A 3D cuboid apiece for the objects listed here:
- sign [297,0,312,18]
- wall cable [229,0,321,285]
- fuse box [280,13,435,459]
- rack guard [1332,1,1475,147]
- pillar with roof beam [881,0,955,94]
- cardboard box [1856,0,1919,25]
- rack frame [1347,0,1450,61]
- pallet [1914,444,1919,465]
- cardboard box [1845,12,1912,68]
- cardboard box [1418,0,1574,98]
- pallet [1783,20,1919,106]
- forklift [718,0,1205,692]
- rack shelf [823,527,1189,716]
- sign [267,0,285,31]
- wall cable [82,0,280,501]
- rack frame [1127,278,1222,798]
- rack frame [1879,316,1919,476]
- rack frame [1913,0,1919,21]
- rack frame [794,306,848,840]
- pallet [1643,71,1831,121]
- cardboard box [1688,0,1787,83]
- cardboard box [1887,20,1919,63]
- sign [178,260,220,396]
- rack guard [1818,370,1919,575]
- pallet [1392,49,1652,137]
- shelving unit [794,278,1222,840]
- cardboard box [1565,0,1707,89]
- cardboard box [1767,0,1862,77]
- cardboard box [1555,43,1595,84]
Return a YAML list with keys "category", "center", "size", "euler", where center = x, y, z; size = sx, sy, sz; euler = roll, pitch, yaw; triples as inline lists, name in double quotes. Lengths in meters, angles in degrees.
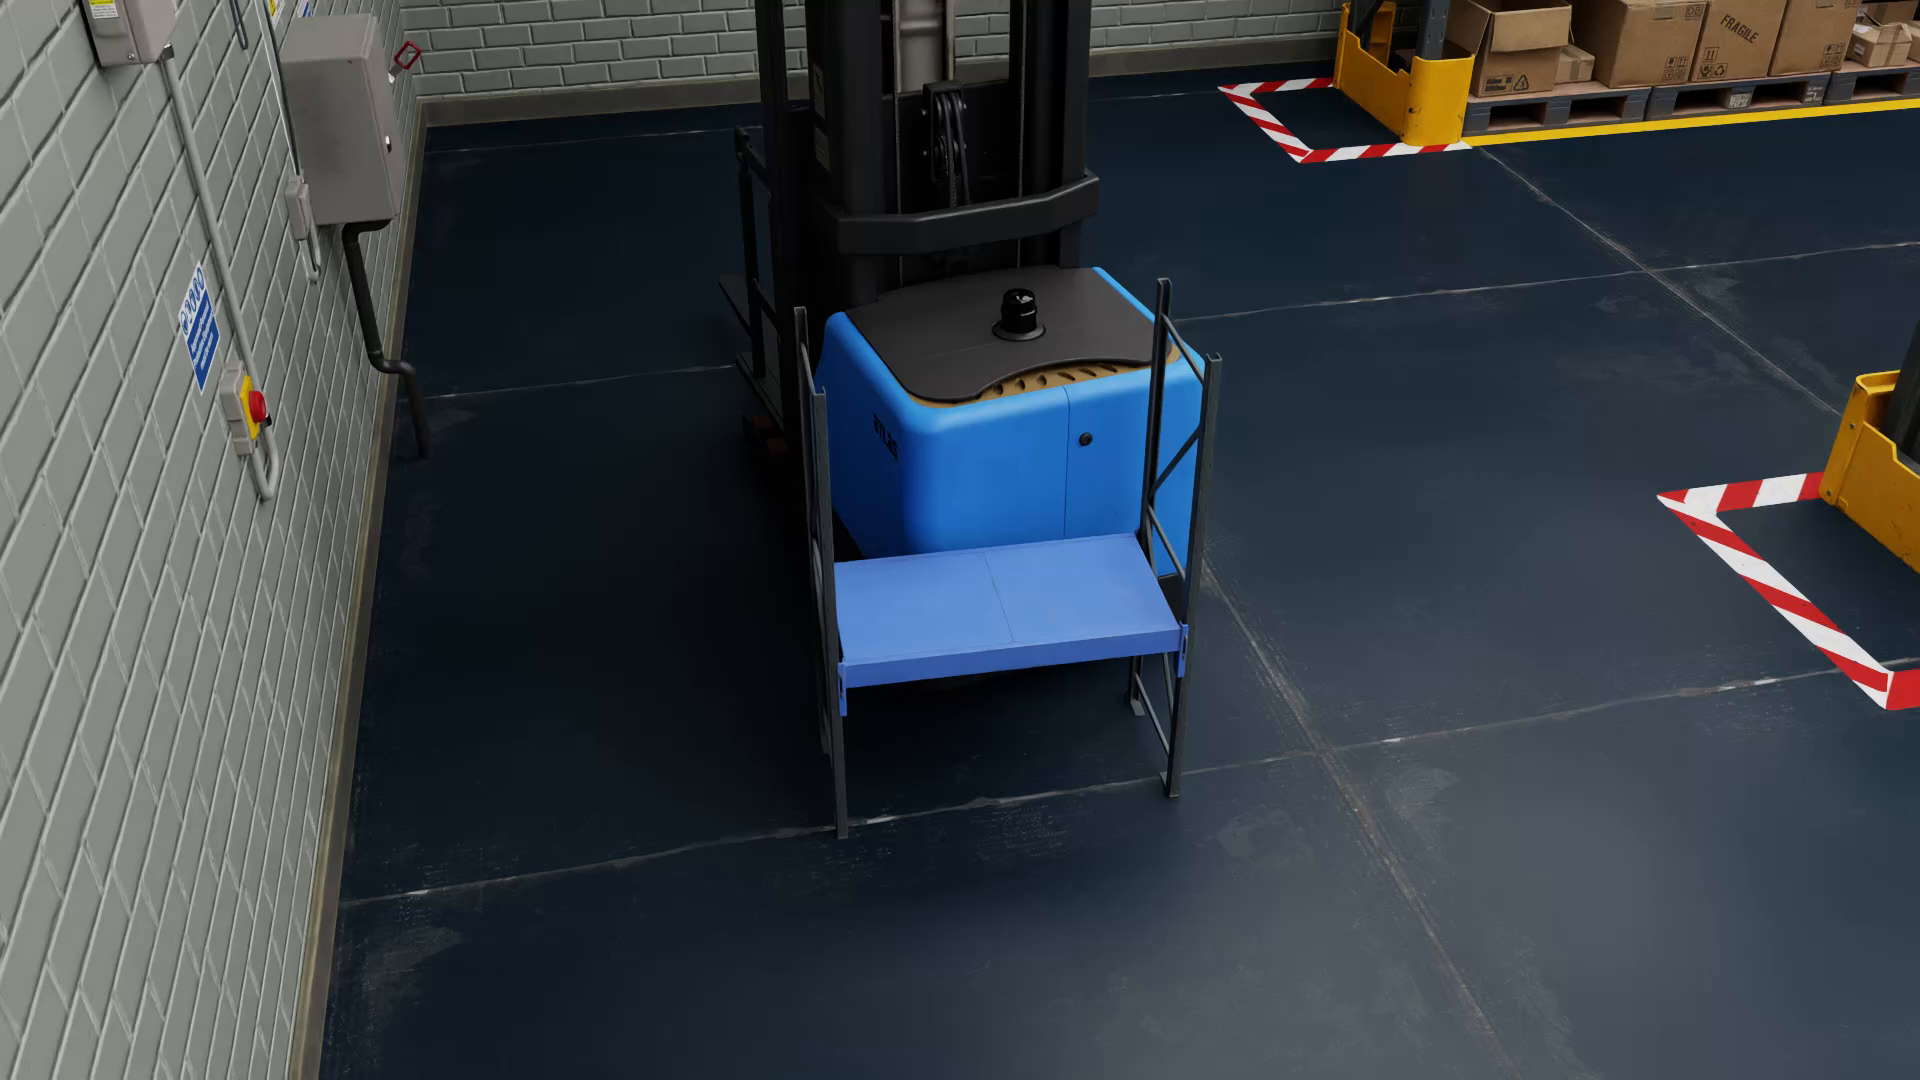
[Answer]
- category: "sign"
  center: [-2.456, -1.810, 6.341]
  size: [0.001, 0.494, 0.329]
  euler: [-7, 35, -11]
- category: "wall cable"
  center: [-2.148, -1.638, 5.088]
  size: [0.122, 1.984, 0.588]
  euler: [-7, 35, -11]
- category: "fuse box"
  center: [-2.145, -1.072, 6.312]
  size: [0.414, 1.711, 0.539]
  euler: [-7, 35, -11]
- category: "rack guard"
  center: [2.646, -2.822, 10.006]
  size: [0.348, 0.500, 1.175]
  euler: [-7, 35, -11]
- category: "pillar with roof beam"
  center: [0.693, -4.160, 4.374]
  size: [0.400, 9.000, 9.100]
  euler: [-7, 35, -11]
- category: "cardboard box"
  center: [5.777, -3.447, 10.731]
  size: [0.500, 0.311, 0.500]
  euler: [-6, 34, -9]
- category: "rack frame"
  center: [2.572, -3.850, 9.296]
  size: [0.127, 3.000, 1.000]
  euler: [-7, 35, -11]
- category: "pallet"
  center: [4.433, -0.136, 6.263]
  size: [1.213, 0.211, 1.003]
  euler: [-7, 35, -11]
- category: "cardboard box"
  center: [5.647, -3.109, 10.268]
  size: [0.258, 0.266, 0.396]
  euler: [-6, 34, -9]
- category: "cardboard box"
  center: [3.190, -3.012, 9.910]
  size: [0.637, 0.503, 0.797]
  euler: [-9, 35, -12]
- category: "pallet"
  center: [5.803, -3.100, 10.681]
  size: [1.213, 0.211, 1.003]
  euler: [-7, 35, -11]
- category: "forklift"
  center: [-0.233, -1.539, 5.913]
  size: [1.130, 2.935, 3.031]
  euler: [-13, 36, -18]
- category: "rack shelf"
  center: [0.110, 0.227, 4.888]
  size: [1.000, 0.185, 0.538]
  euler: [-6, 34, -8]
- category: "sign"
  center: [-2.335, -1.894, 5.640]
  size: [0.001, 0.242, 0.339]
  euler: [-7, 35, -11]
- category: "wall cable"
  center: [-1.824, -0.882, 3.933]
  size: [0.123, 1.953, 0.585]
  euler: [-7, 35, -11]
- category: "rack frame"
  center: [0.610, 0.028, 4.862]
  size: [0.032, 1.500, 0.500]
  euler: [-6, 34, -8]
- category: "rack frame"
  center: [3.671, -1.153, 5.276]
  size: [0.127, 3.000, 1.000]
  euler: [-7, 35, -11]
- category: "rack frame"
  center: [6.473, -4.342, 10.028]
  size: [0.127, 3.000, 1.000]
  euler: [-7, 35, -11]
- category: "rack frame"
  center: [-0.390, 0.128, 4.712]
  size: [0.032, 1.500, 0.500]
  euler: [-6, 34, -8]
- category: "pallet"
  center: [4.611, -2.948, 10.454]
  size: [1.213, 0.211, 1.003]
  euler: [-7, 35, -11]
- category: "cardboard box"
  center: [4.570, -3.105, 10.052]
  size: [0.500, 0.500, 0.500]
  euler: [-7, 34, -10]
- category: "cardboard box"
  center: [5.995, -3.105, 10.366]
  size: [0.250, 0.149, 0.380]
  euler: [-8, 35, -12]
- category: "sign"
  center: [-1.873, -0.526, 4.099]
  size: [0.001, 0.218, 0.327]
  euler: [-7, 35, -11]
- category: "rack guard"
  center: [3.647, -0.112, 5.968]
  size: [0.348, 0.500, 1.175]
  euler: [-7, 35, -11]
- category: "pallet"
  center: [3.424, -2.800, 10.234]
  size: [1.213, 0.211, 1.003]
  euler: [-7, 35, -11]
- category: "shelving unit"
  center: [0.110, 0.078, 4.787]
  size: [1.048, 1.500, 0.538]
  euler: [-6, 34, -8]
- category: "cardboard box"
  center: [4.032, -3.094, 10.036]
  size: [0.500, 0.500, 0.700]
  euler: [-6, 34, -9]
- category: "cardboard box"
  center: [5.044, -3.222, 10.226]
  size: [0.500, 0.500, 0.700]
  euler: [-8, 35, -12]
- category: "cardboard box"
  center: [3.612, -2.896, 10.055]
  size: [0.250, 0.149, 0.380]
  euler: [-9, 35, -12]
